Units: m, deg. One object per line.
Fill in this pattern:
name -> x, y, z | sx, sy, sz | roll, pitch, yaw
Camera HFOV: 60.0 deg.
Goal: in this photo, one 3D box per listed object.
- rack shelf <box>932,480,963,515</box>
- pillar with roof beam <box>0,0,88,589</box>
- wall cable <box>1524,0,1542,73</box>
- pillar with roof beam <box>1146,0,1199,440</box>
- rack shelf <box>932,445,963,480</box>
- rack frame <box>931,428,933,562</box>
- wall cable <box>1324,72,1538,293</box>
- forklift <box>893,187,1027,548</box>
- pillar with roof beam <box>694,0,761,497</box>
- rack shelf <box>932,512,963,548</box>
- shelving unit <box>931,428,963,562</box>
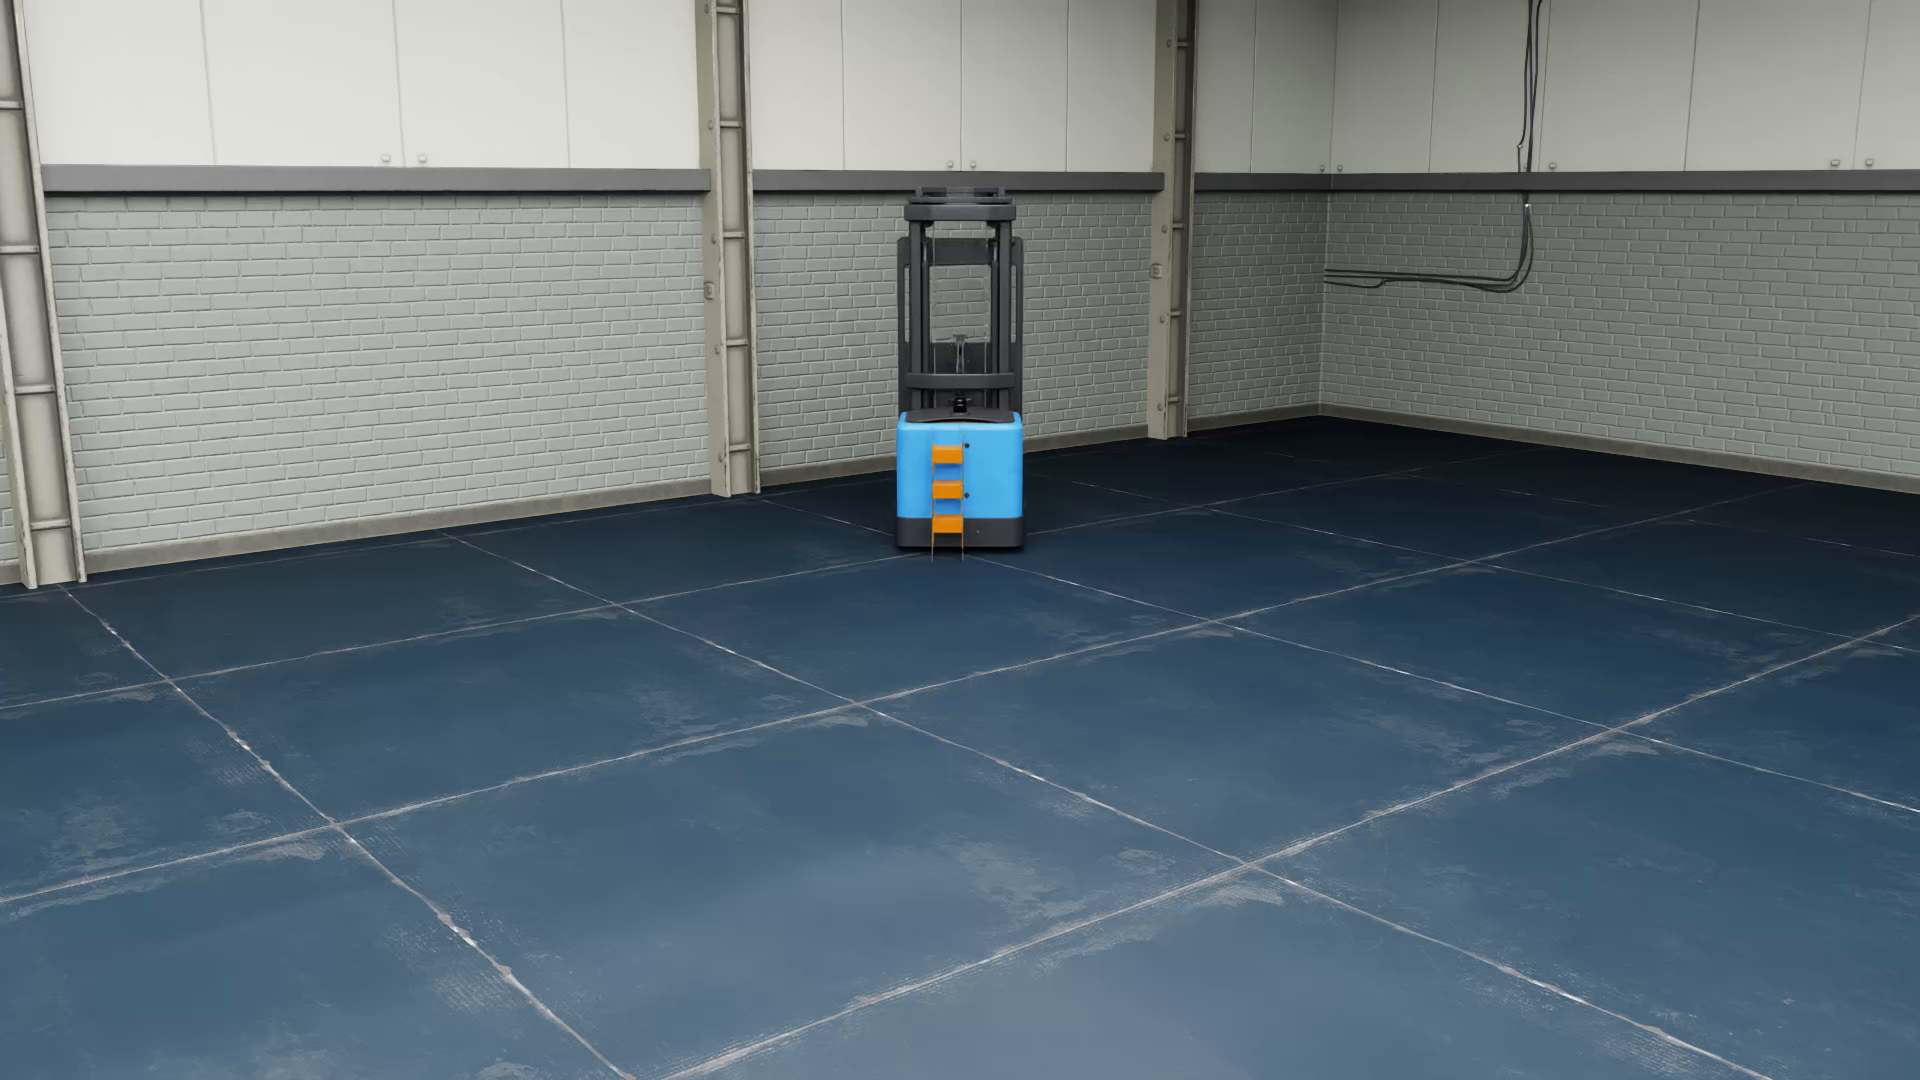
rack shelf -> -0.099, -0.349, 13.297 | 0.240, 0.259, 0.215 | 0, 12, 0
pillar with roof beam -> -4.199, -3.389, 8.423 | 0.400, 9.000, 9.100 | -9, 15, -38
wall cable -> 7.299, -6.325, 17.566 | 0.112, 2.526, 3.097 | -9, 15, -38
pillar with roof beam -> 5.171, -4.946, 15.756 | 0.400, 9.000, 9.100 | -9, 15, -38
rack shelf -> -0.099, -0.627, 13.238 | 0.240, 0.259, 0.215 | 0, 12, 0
rack frame -> -0.221, -0.360, 13.296 | 0.008, 1.050, 0.200 | 0, 12, 0
wall cable -> 5.609, -4.293, 20.157 | 0.112, 2.526, 3.097 | -9, 15, -38
forklift -> 0.004, -1.620, 14.702 | 1.130, 2.935, 3.031 | 0, 12, 0
pillar with roof beam -> 0.486, -4.167, 12.090 | 0.400, 9.000, 9.100 | -9, 15, -38
rack shelf -> -0.099, -0.077, 13.355 | 0.240, 0.259, 0.215 | 0, 12, 0
shelving unit -> -0.099, -0.360, 13.295 | 0.252, 1.050, 0.215 | 0, 12, 0
